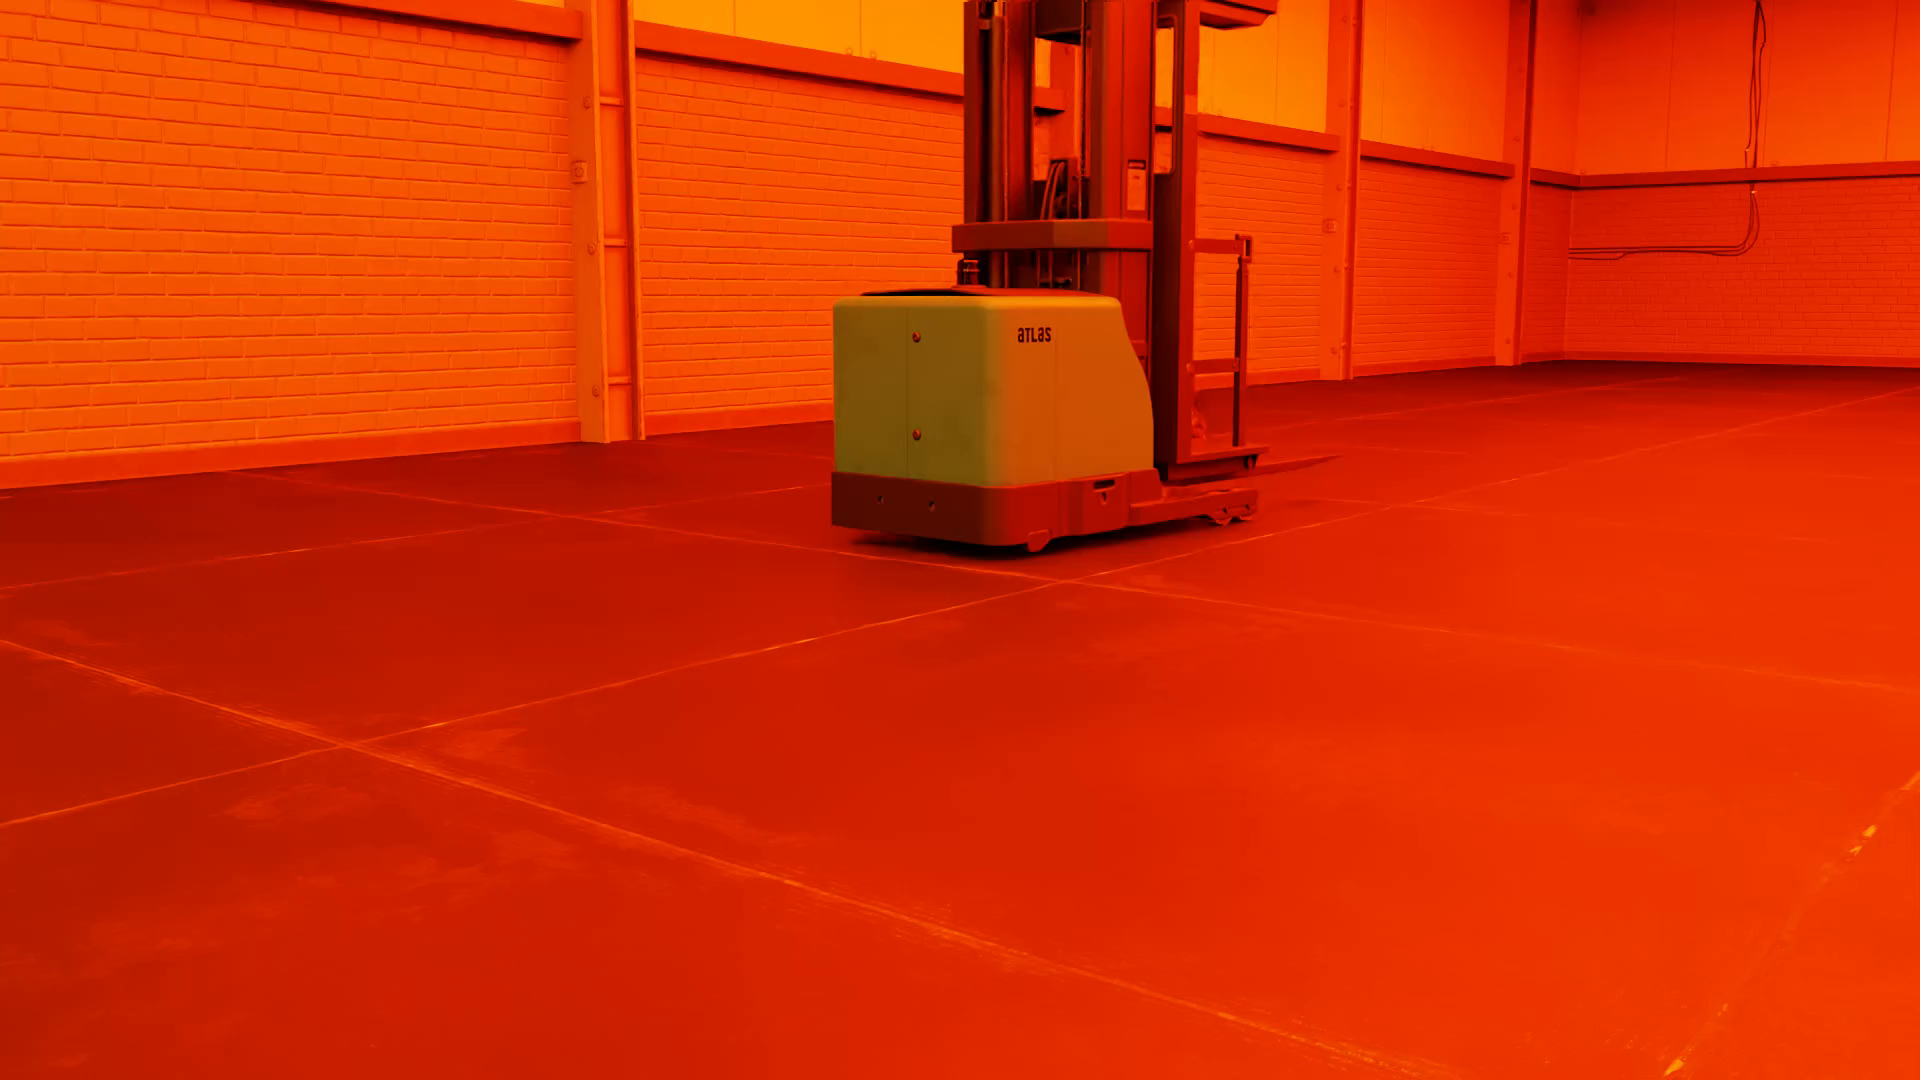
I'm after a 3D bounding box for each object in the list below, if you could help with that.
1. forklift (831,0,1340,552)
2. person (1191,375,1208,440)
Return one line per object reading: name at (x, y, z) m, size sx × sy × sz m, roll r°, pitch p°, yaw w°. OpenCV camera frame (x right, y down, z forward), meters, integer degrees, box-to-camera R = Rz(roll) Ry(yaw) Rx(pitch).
forklift at (0.793, -1.561, 7.950) m, size 1.130 × 2.935 × 3.031 m, roll 8°, pitch 11°, yaw 42°
person at (0.946, -0.925, 8.056) m, size 0.842 × 1.450 × 0.912 m, roll 0°, pitch 8°, yaw -3°
